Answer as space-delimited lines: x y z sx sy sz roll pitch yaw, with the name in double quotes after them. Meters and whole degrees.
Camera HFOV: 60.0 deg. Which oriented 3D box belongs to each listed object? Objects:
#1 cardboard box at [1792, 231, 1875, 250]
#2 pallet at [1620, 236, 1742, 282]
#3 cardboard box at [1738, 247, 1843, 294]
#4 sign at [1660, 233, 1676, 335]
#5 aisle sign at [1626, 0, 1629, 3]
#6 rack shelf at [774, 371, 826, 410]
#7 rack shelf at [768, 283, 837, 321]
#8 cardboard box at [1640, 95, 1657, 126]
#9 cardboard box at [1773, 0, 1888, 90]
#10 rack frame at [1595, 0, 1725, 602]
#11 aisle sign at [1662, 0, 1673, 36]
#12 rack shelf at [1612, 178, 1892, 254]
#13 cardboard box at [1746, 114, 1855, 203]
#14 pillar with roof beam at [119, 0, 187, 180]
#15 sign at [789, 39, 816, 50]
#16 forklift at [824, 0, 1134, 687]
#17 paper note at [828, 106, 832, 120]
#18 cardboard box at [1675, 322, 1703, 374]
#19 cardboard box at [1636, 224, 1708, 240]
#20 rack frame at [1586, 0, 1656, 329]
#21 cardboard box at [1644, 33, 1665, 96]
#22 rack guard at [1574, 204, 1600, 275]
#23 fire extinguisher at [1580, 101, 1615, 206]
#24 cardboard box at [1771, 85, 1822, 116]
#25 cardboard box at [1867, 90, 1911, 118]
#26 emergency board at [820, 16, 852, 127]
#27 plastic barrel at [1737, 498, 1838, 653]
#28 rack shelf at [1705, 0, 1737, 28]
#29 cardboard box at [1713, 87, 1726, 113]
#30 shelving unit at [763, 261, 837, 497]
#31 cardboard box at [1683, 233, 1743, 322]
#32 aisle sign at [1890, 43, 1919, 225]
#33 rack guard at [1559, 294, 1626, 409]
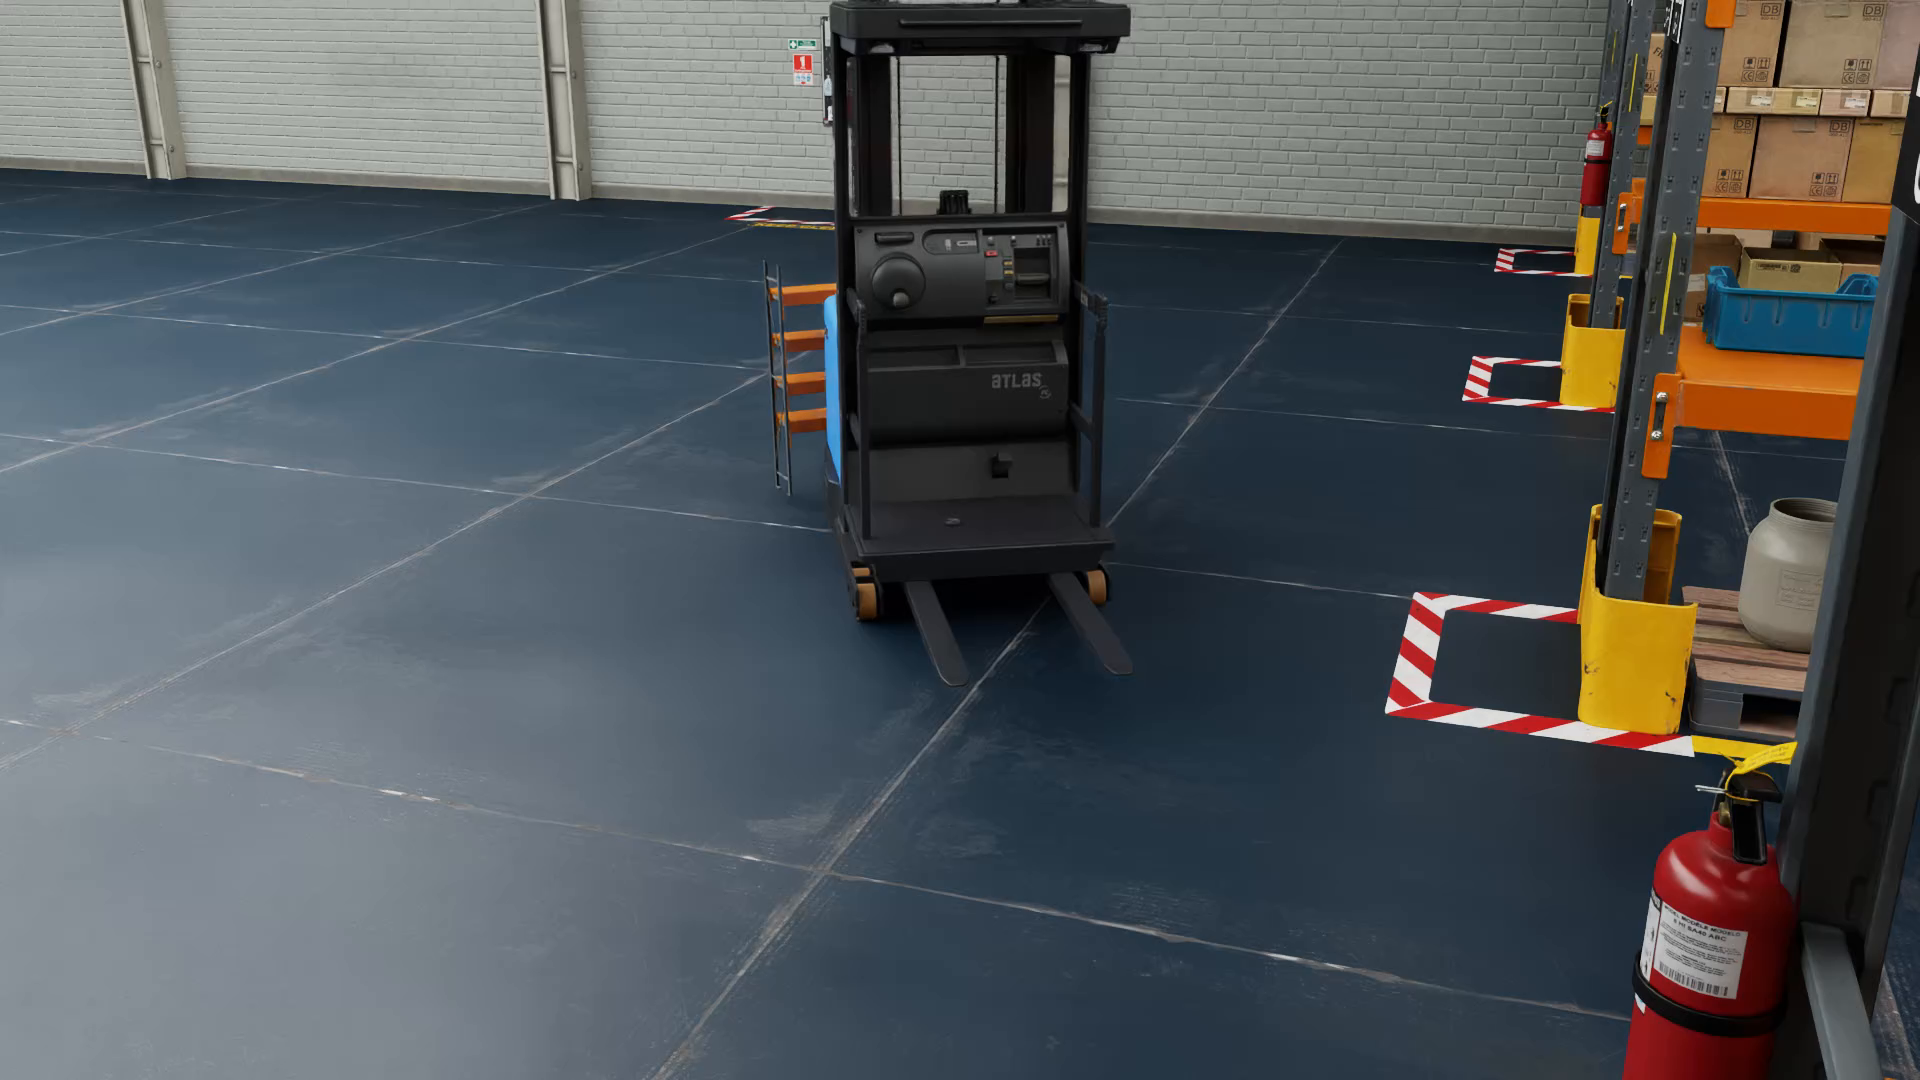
7.636 -2.742 14.515 0.500 0.500 0.700 5 20 15 "cardboard box"
6.625 -2.550 15.071 1.213 0.211 1.003 7 20 18 "pallet"
5.082 -1.507 10.242 0.500 0.500 0.500 7 20 18 "cardboard box"
2.361 -0.854 5.547 0.005 0.325 0.100 7 20 18 "sign"
4.209 -3.759 10.354 0.004 0.787 0.394 7 20 18 "aisle sign"
-0.718 -0.800 8.730 0.480 0.148 0.258 -8 17 -23 "rack shelf"
-0.728 -1.242 8.602 0.480 0.148 0.258 -8 17 -23 "rack shelf"
6.154 -3.761 14.506 0.500 0.250 0.500 6 20 16 "cardboard box"
5.160 -2.978 9.939 0.500 0.500 0.700 6 20 17 "cardboard box"
2.546 -0.893 6.082 0.127 3.000 1.000 7 20 18 "rack frame"
2.575 -2.221 5.942 0.004 0.787 0.394 7 20 18 "aisle sign"
6.064 -1.877 9.998 4.000 0.370 1.077 7 20 18 "rack shelf"
5.109 -2.371 10.168 0.500 0.500 0.700 7 20 19 "cardboard box"
-11.674 -7.606 16.224 0.400 9.000 9.100 7 20 18 "pillar with roof beam"
-1.734 -5.450 18.294 0.331 0.109 0.001 7 20 18 "sign"
0.048 -1.165 6.966 1.130 2.935 3.031 -3 19 -9 "forklift"
-1.392 -4.719 18.394 0.142 0.148 0.016 7 20 18 "paper note"
4.609 -1.206 10.518 0.500 0.250 0.500 7 20 18 "cardboard box"
6.421 -2.809 14.995 0.500 0.311 0.500 4 20 12 "cardboard box"
4.175 -2.433 10.499 0.127 3.000 1.000 7 20 18 "rack frame"
6.149 -4.121 14.401 0.500 0.500 0.500 7 20 18 "cardboard box"
5.869 -2.785 15.307 0.348 0.500 1.175 7 20 18 "rack guard"
4.216 -2.554 10.963 0.183 0.674 0.296 7 20 18 "fire extinguisher"
4.961 -2.622 9.905 0.250 0.149 0.380 7 20 18 "cardboard box"
5.451 -2.566 9.744 0.250 0.149 0.380 6 20 16 "cardboard box"
-1.247 -5.094 18.133 0.643 1.169 0.194 7 20 18 "emergency board"
3.193 0.130 6.287 0.421 0.512 0.421 0 19 0 "plastic barrel"
4.435 -1.754 5.087 4.000 0.370 1.077 7 20 18 "rack shelf"
4.475 -2.677 10.062 0.250 0.149 0.380 6 20 18 "cardboard box"
-0.719 -0.864 8.711 0.503 1.200 0.258 -8 17 -23 "shelving unit"
4.779 -1.722 10.859 0.500 0.500 0.500 7 20 18 "cardboard box"
0.961 -0.681 1.523 0.004 0.787 0.394 7 20 18 "aisle sign"
4.152 -1.255 10.918 0.348 0.500 1.175 7 20 18 "rack guard"
